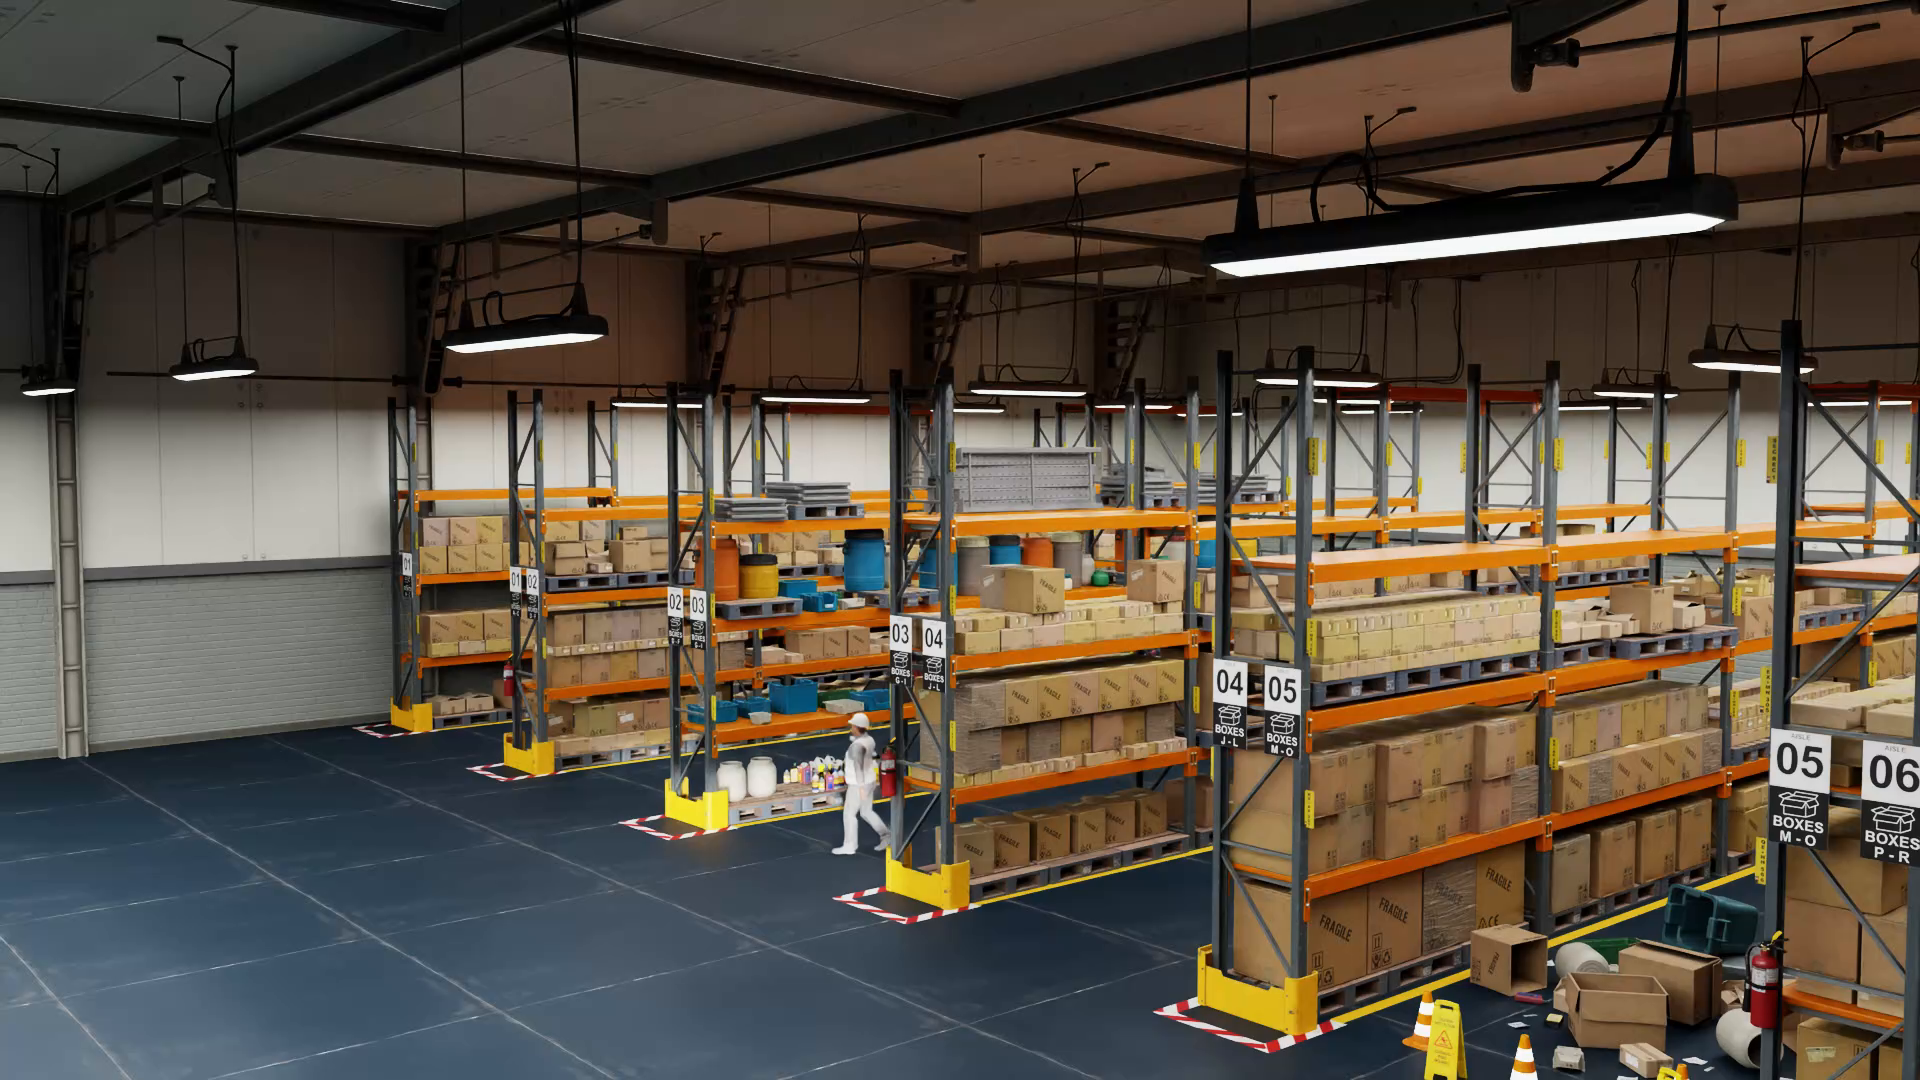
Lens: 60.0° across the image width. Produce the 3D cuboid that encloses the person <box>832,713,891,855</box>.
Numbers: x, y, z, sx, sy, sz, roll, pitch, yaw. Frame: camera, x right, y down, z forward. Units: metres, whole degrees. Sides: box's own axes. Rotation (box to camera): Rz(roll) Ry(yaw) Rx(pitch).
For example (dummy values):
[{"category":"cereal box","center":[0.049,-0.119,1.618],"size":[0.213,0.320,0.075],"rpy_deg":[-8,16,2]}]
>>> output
[{"category":"person","center":[-1.145,3.046,20.876],"size":[0.593,1.747,0.530],"rpy_deg":[1,4,18]}]
